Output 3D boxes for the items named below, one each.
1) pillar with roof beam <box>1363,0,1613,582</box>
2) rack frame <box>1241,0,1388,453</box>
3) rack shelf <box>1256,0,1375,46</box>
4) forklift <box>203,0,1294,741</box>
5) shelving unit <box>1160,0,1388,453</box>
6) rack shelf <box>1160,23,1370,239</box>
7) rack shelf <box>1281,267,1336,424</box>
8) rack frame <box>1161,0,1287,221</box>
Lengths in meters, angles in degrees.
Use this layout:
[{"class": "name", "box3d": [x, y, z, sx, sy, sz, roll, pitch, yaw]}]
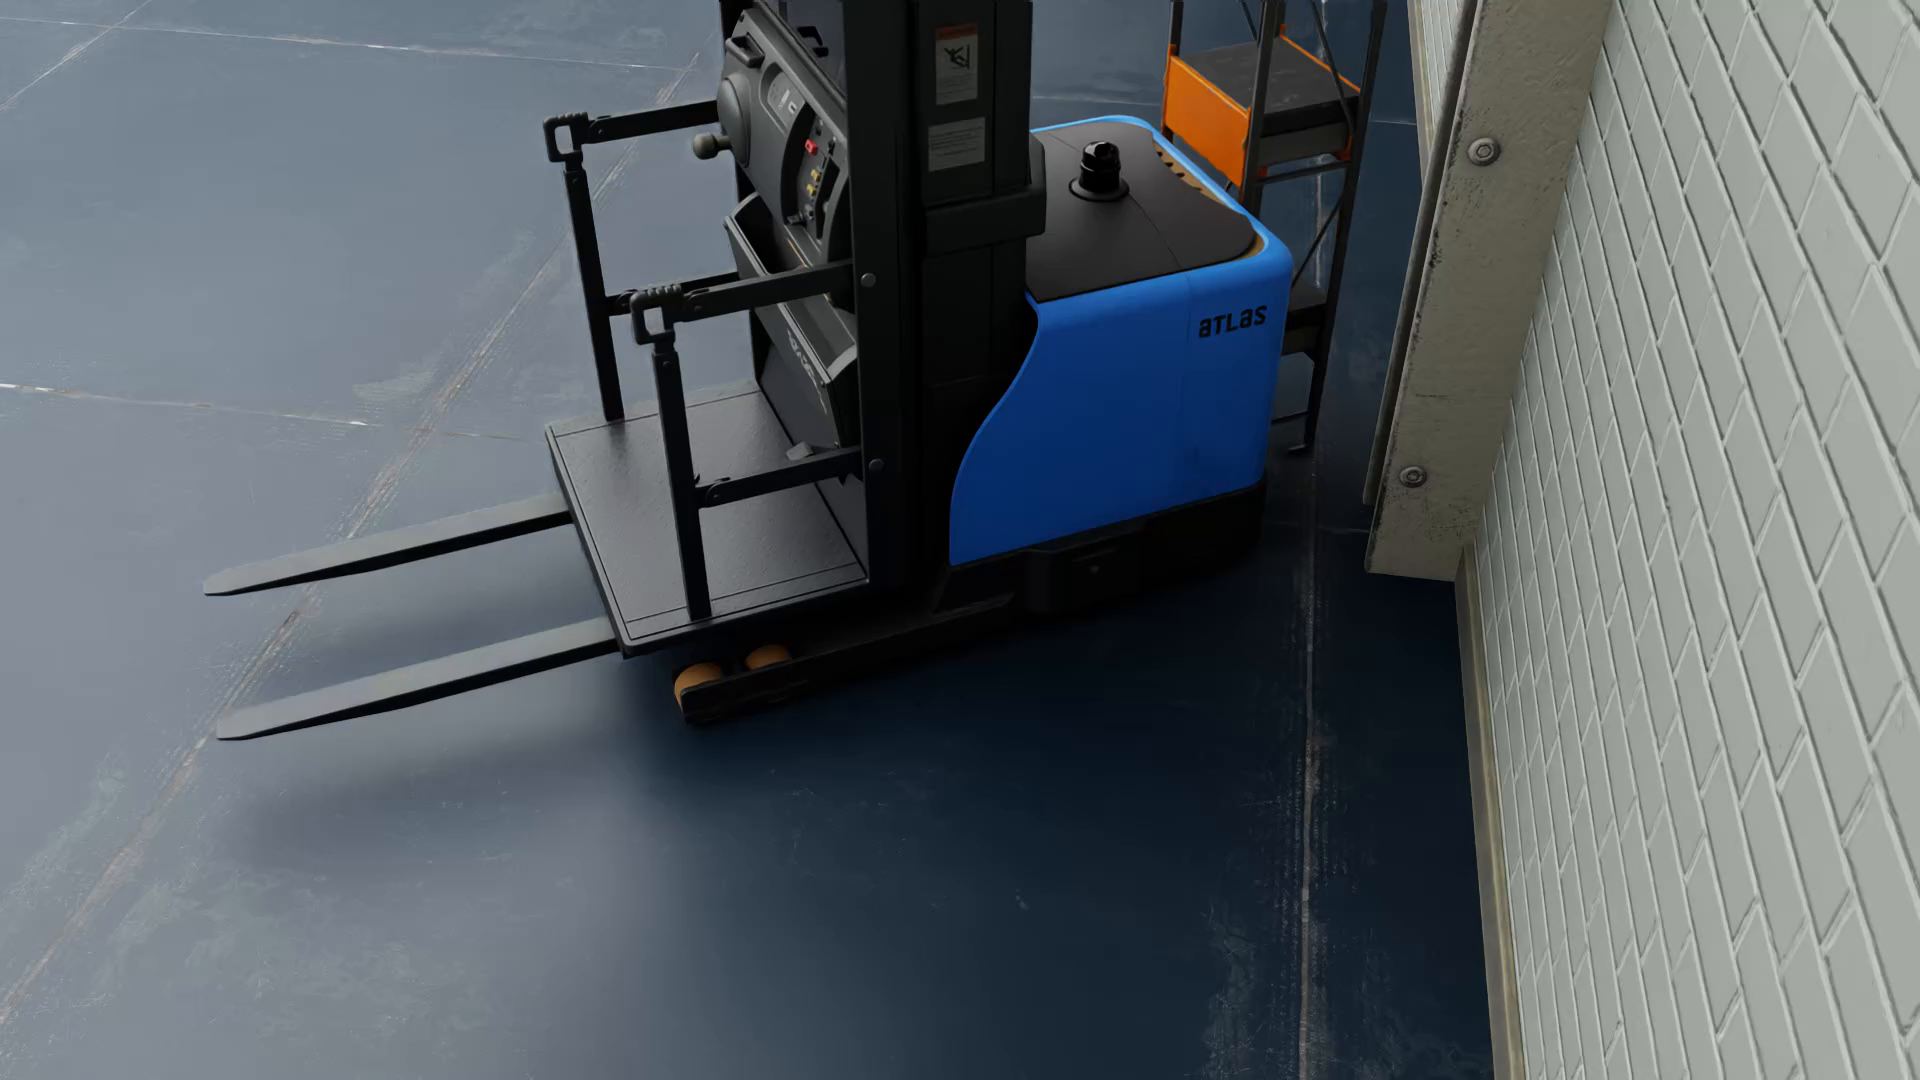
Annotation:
[{"class": "pillar with roof beam", "box3d": [-2.805, -3.953, 2.969, 9.100, 9.000, 0.400, 6, 40, 8]}, {"class": "rack frame", "box3d": [1.010, -1.079, 4.907, 0.400, 2.100, 0.015, -15, 42, -18]}, {"class": "rack shelf", "box3d": [0.914, -1.751, 4.643, 0.431, 0.518, 0.480, -15, 42, -18]}, {"class": "forklift", "box3d": [-0.638, -1.007, 4.168, 3.031, 2.935, 1.130, -15, 42, -17]}, {"class": "shelving unit", "box3d": [0.914, -1.222, 5.080, 0.431, 2.100, 0.503, -15, 42, -18]}, {"class": "rack shelf", "box3d": [0.914, -1.211, 5.089, 0.431, 0.518, 0.480, -15, 42, -18]}, {"class": "rack shelf", "box3d": [0.914, -0.672, 5.535, 0.431, 0.518, 0.480, -15, 42, -18]}, {"class": "rack frame", "box3d": [0.818, -1.365, 5.253, 0.400, 2.100, 0.015, -15, 42, -18]}]
